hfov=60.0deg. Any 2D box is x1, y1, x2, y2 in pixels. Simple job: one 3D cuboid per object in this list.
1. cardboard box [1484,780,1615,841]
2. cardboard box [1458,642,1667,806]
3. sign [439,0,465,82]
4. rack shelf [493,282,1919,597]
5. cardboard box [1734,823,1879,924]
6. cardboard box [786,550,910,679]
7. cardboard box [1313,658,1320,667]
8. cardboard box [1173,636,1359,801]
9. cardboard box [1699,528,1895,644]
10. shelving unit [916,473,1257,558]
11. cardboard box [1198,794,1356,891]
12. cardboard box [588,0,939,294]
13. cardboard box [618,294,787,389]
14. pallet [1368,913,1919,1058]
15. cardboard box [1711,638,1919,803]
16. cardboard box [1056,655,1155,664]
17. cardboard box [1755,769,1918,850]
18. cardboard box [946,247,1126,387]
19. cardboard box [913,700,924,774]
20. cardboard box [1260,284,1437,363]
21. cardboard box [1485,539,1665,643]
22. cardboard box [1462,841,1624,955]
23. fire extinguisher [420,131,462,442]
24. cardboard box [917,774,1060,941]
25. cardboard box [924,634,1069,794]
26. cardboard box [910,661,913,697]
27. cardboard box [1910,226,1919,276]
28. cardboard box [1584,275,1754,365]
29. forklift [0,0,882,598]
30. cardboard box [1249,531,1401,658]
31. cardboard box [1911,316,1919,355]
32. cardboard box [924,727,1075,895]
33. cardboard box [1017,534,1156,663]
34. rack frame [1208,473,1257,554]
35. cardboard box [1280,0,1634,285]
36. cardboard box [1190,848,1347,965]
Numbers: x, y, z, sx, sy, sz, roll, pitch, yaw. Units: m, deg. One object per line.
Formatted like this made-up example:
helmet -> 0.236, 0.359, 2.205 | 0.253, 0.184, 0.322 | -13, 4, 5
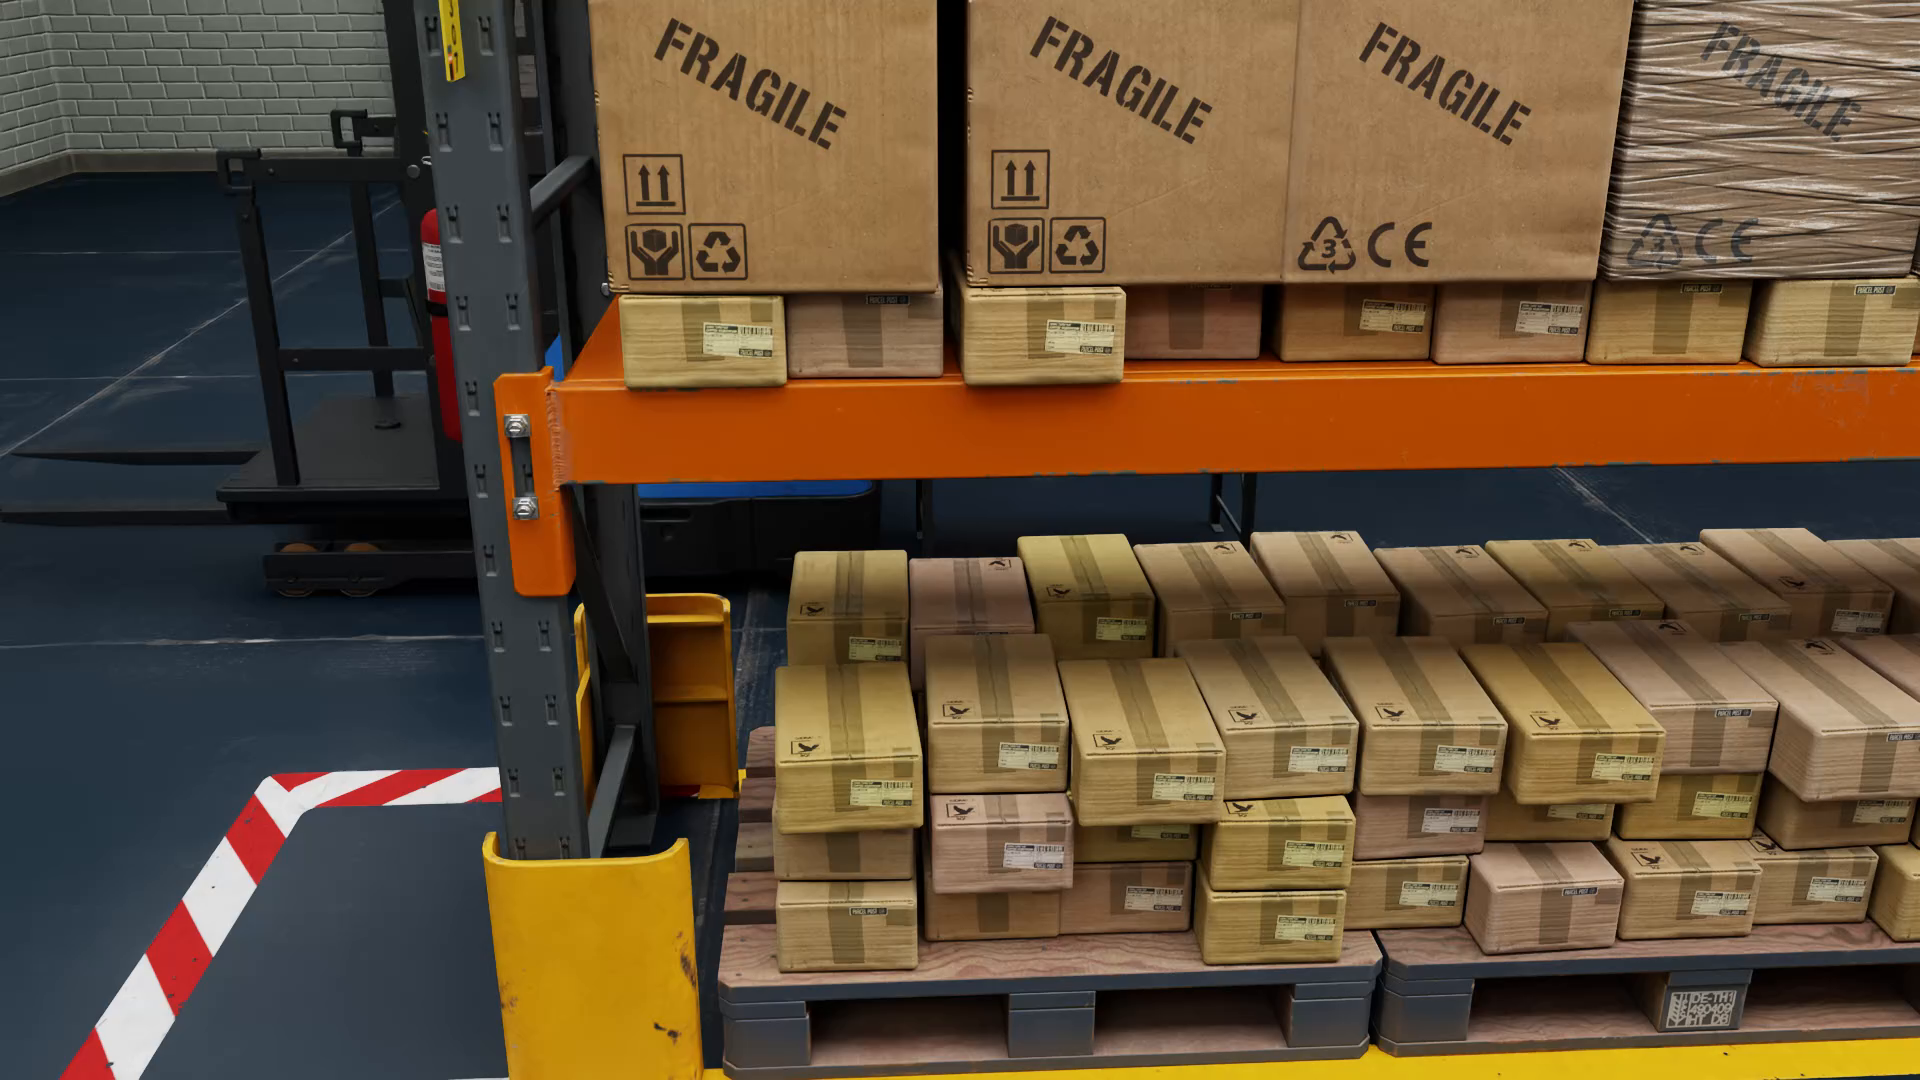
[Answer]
cardboard box -> 1.095, 0.431, 3.271 | 0.250, 0.149, 0.380 | 0, 21, 0
cardboard box -> 1.106, 0.336, 3.104 | 0.250, 0.149, 0.380 | -1, 21, -2
sign -> -0.718, -0.810, 2.317 | 0.005, 0.325, 0.100 | -1, 21, -3
rack shelf -> 1.247, -0.303, 3.212 | 4.000, 0.370, 1.077 | -1, 21, -3
cardboard box -> 1.574, 0.588, 3.278 | 0.250, 0.149, 0.380 | -1, 21, -2
cardboard box -> -0.235, 0.159, 3.569 | 0.250, 0.149, 0.380 | -1, 21, -2
cardboard box -> 0.796, 0.260, 3.720 | 0.250, 0.149, 0.380 | -1, 21, -2
cardboard box -> 0.563, 0.327, 3.126 | 0.250, 0.149, 0.380 | -2, 21, -6
cardboard box -> 1.842, 0.108, 3.701 | 0.250, 0.149, 0.380 | -1, 21, -2
shelving unit -> 0.390, -0.661, 5.249 | 1.048, 1.500, 0.538 | -1, 21, -4
cardboard box -> 0.567, 0.491, 3.115 | 0.250, 0.149, 0.380 | -1, 21, -1
cardboard box -> -0.285, -0.695, 2.673 | 0.500, 0.500, 0.500 | 0, 21, 0
cardboard box -> -0.407, -0.371, 2.733 | 0.250, 0.149, 0.380 | -1, 21, -3
pallet -> 1.355, 0.676, 3.550 | 1.213, 0.211, 1.003 | -1, 21, -3
cardboard box -> 1.606, 0.331, 3.117 | 0.250, 0.149, 0.380 | -2, 21, -5
cardboard box -> 0.280, 0.275, 3.681 | 0.250, 0.149, 0.380 | -2, 21, -5
cardboard box -> 1.634, 0.439, 3.251 | 0.250, 0.149, 0.380 | -2, 21, -6
cardboard box -> 0.116, -0.378, 2.750 | 0.250, 0.149, 0.380 | -2, 21, -5
cardboard box -> 0.015, 0.412, 3.741 | 0.250, 0.149, 0.380 | -1, 21, -1
cardboard box -> 0.639, -0.428, 2.883 | 0.250, 0.149, 0.380 | -1, 21, -4
cardboard box -> 1.327, 0.134, 3.633 | 0.250, 0.149, 0.380 | -1, 21, -3
cardboard box -> 1.061, 0.619, 3.195 | 0.250, 0.149, 0.380 | -2, 21, -6
fire extinguisher -> -1.027, -0.547, 3.474 | 0.183, 0.674, 0.296 | -1, 21, -3
cardboard box -> 0.049, 0.606, 3.229 | 0.250, 0.149, 0.380 | -1, 21, -3
cardboard box -> 0.062, 0.321, 3.142 | 0.250, 0.149, 0.380 | -1, 21, -2
cardboard box -> -0.239, 0.286, 3.651 | 0.250, 0.149, 0.380 | -2, 21, -5
cardboard box -> 1.762, -0.736, 2.779 | 0.500, 0.500, 0.500 | -1, 21, -3
cardboard box -> 1.147, -0.421, 2.864 | 0.250, 0.149, 0.380 | 0, 21, -1
forklift -> -1.787, -1.381, 5.128 | 3.031, 2.935, 1.130 | -1, 21, -1
cardboard box -> 0.797, 0.116, 3.682 | 0.250, 0.149, 0.380 | 0, 21, -1
cardboard box -> 1.666, -0.446, 2.931 | 0.250, 0.149, 0.380 | -1, 21, -4
cardboard box -> 0.065, 0.494, 3.107 | 0.250, 0.149, 0.380 | -1, 21, -3
cardboard box -> 0.270, 0.124, 3.661 | 0.250, 0.149, 0.380 | -2, 21, -4
rack frame -> 0.897, -0.674, 5.283 | 0.032, 1.500, 0.500 | -1, 21, -4
cardboard box -> 0.737, -0.721, 2.739 | 0.500, 0.500, 0.500 | -1, 21, -2
cardboard box -> 0.558, 0.633, 3.160 | 0.250, 0.149, 0.380 | -1, 21, -2
